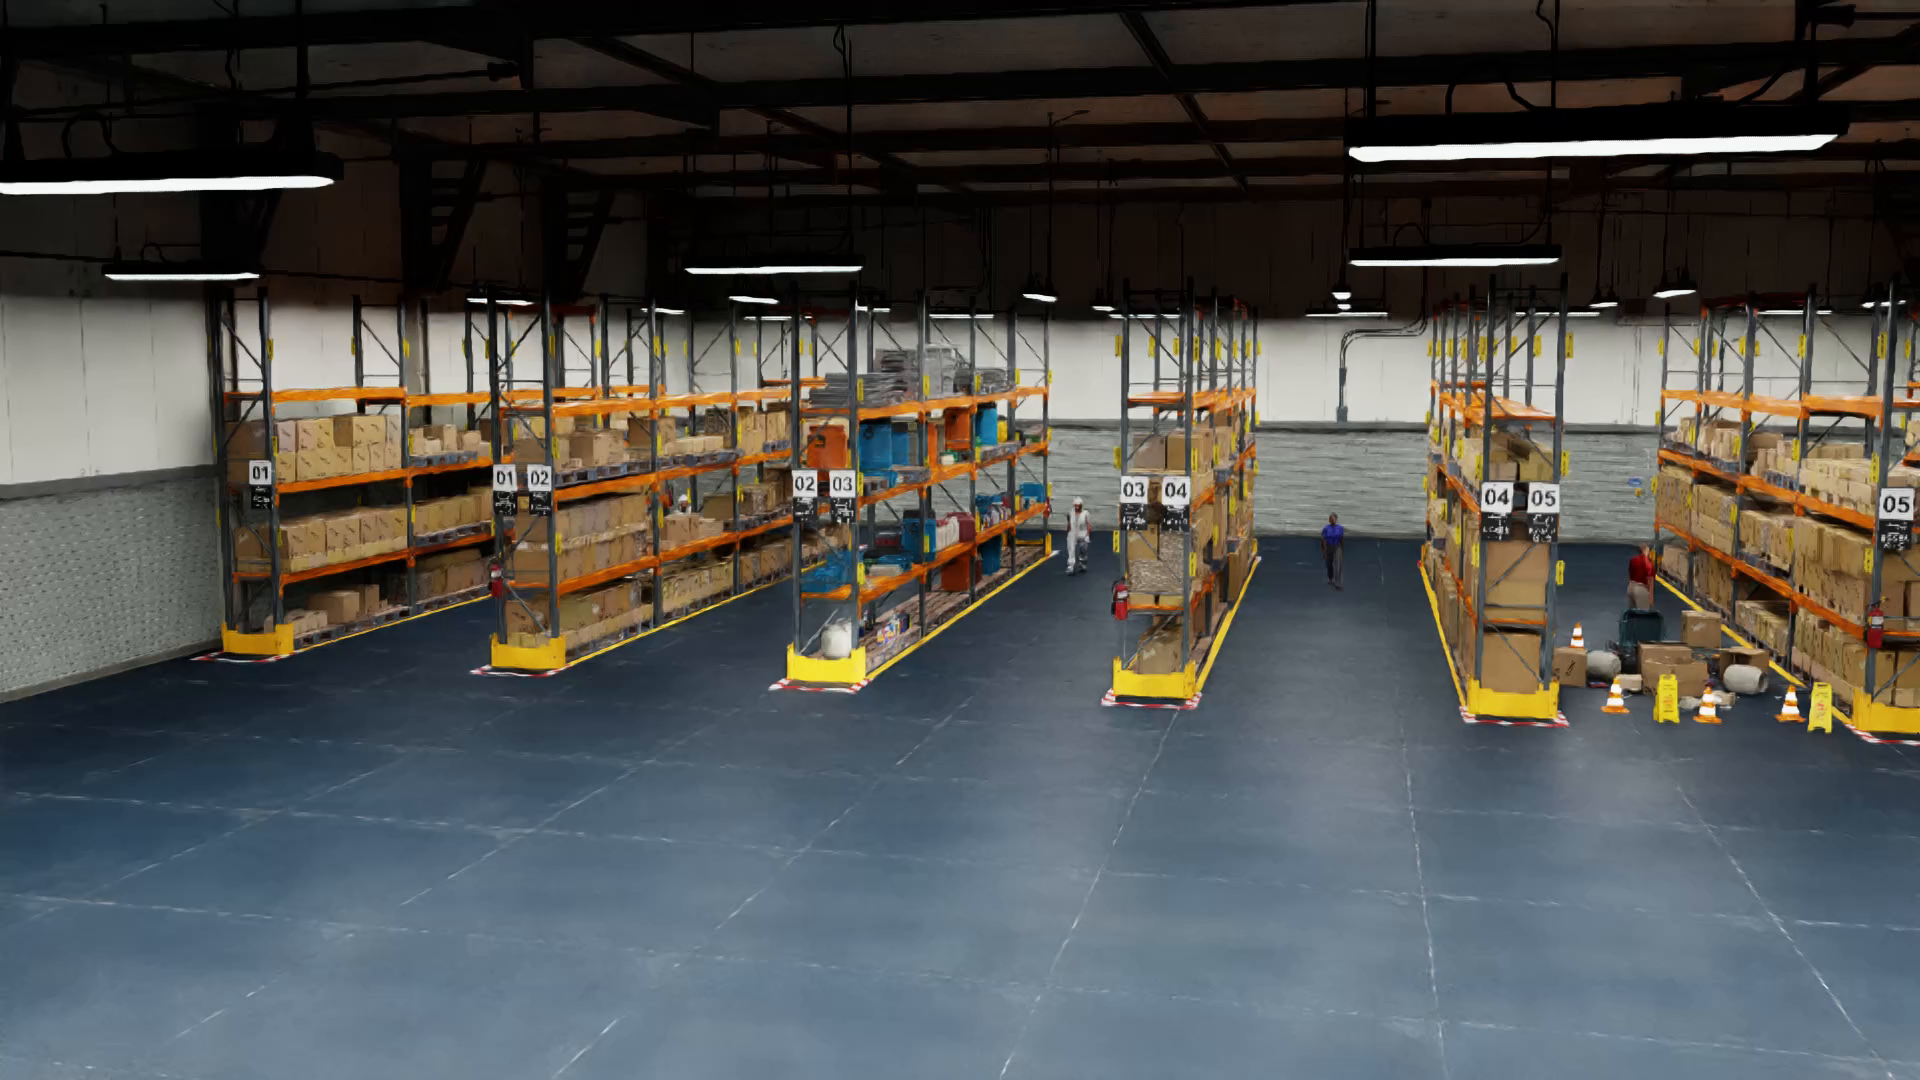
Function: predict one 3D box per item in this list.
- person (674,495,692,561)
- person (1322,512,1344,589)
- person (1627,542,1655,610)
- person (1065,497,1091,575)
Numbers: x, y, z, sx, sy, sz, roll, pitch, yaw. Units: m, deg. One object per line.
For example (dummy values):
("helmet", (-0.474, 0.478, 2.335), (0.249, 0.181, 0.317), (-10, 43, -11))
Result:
("person", (-6.210, -0.172, 37.678), (0.677, 1.725, 0.574), (1, 7, 12))
("person", (7.820, 0.197, 34.915), (0.447, 1.574, 1.088), (2, 7, 16))
("person", (11.561, 0.901, 28.136), (0.474, 1.739, 0.628), (-2, 7, -15))
("person", (2.630, -0.110, 37.006), (0.550, 1.709, 1.128), (1, 7, 11))
